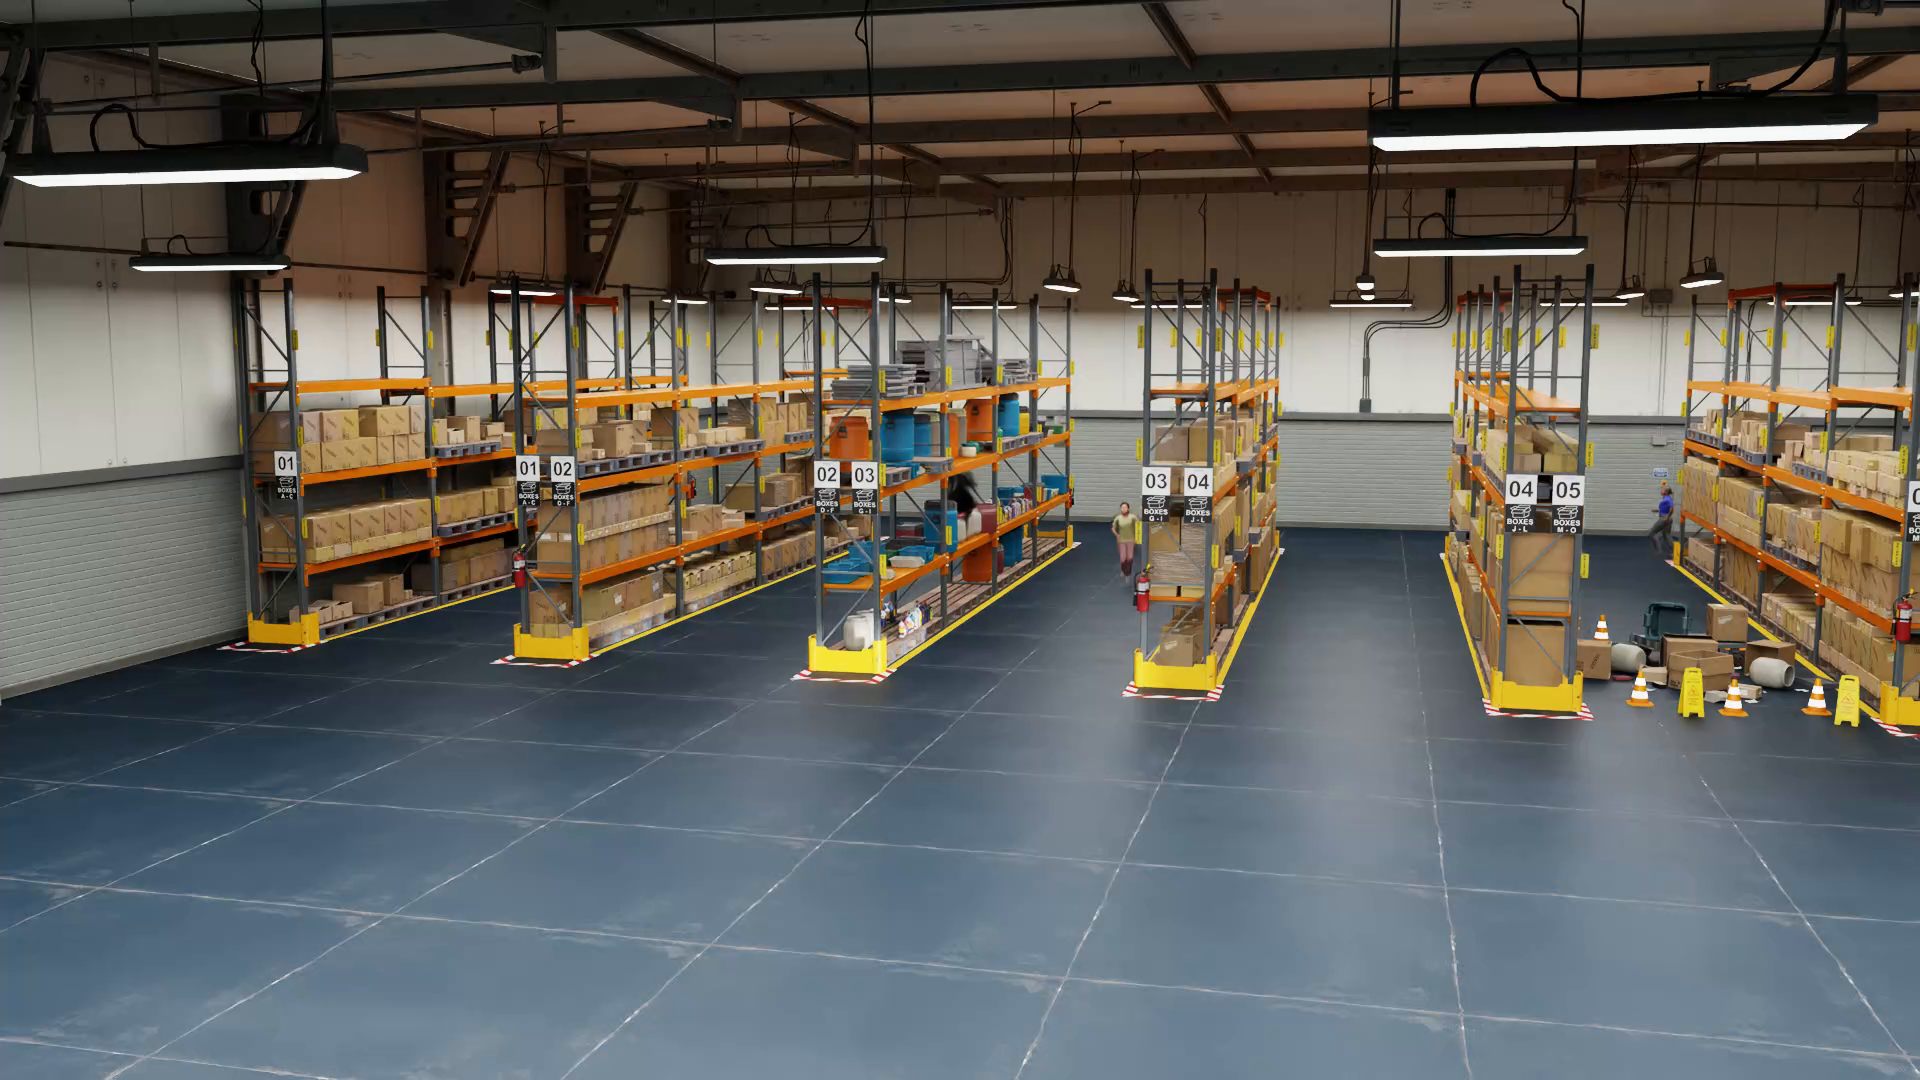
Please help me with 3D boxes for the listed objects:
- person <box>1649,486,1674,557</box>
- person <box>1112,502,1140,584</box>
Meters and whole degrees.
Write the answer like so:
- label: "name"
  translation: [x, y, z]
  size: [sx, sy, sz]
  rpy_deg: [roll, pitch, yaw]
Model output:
- label: "person"
  translation: [16.308, -0.409, 38.471]
  size: [0.632, 1.664, 0.586]
  rpy_deg: [5, 9, 38]
- label: "person"
  translation: [3.317, 0.061, 33.207]
  size: [0.593, 1.643, 0.589]
  rpy_deg: [1, 7, 11]
